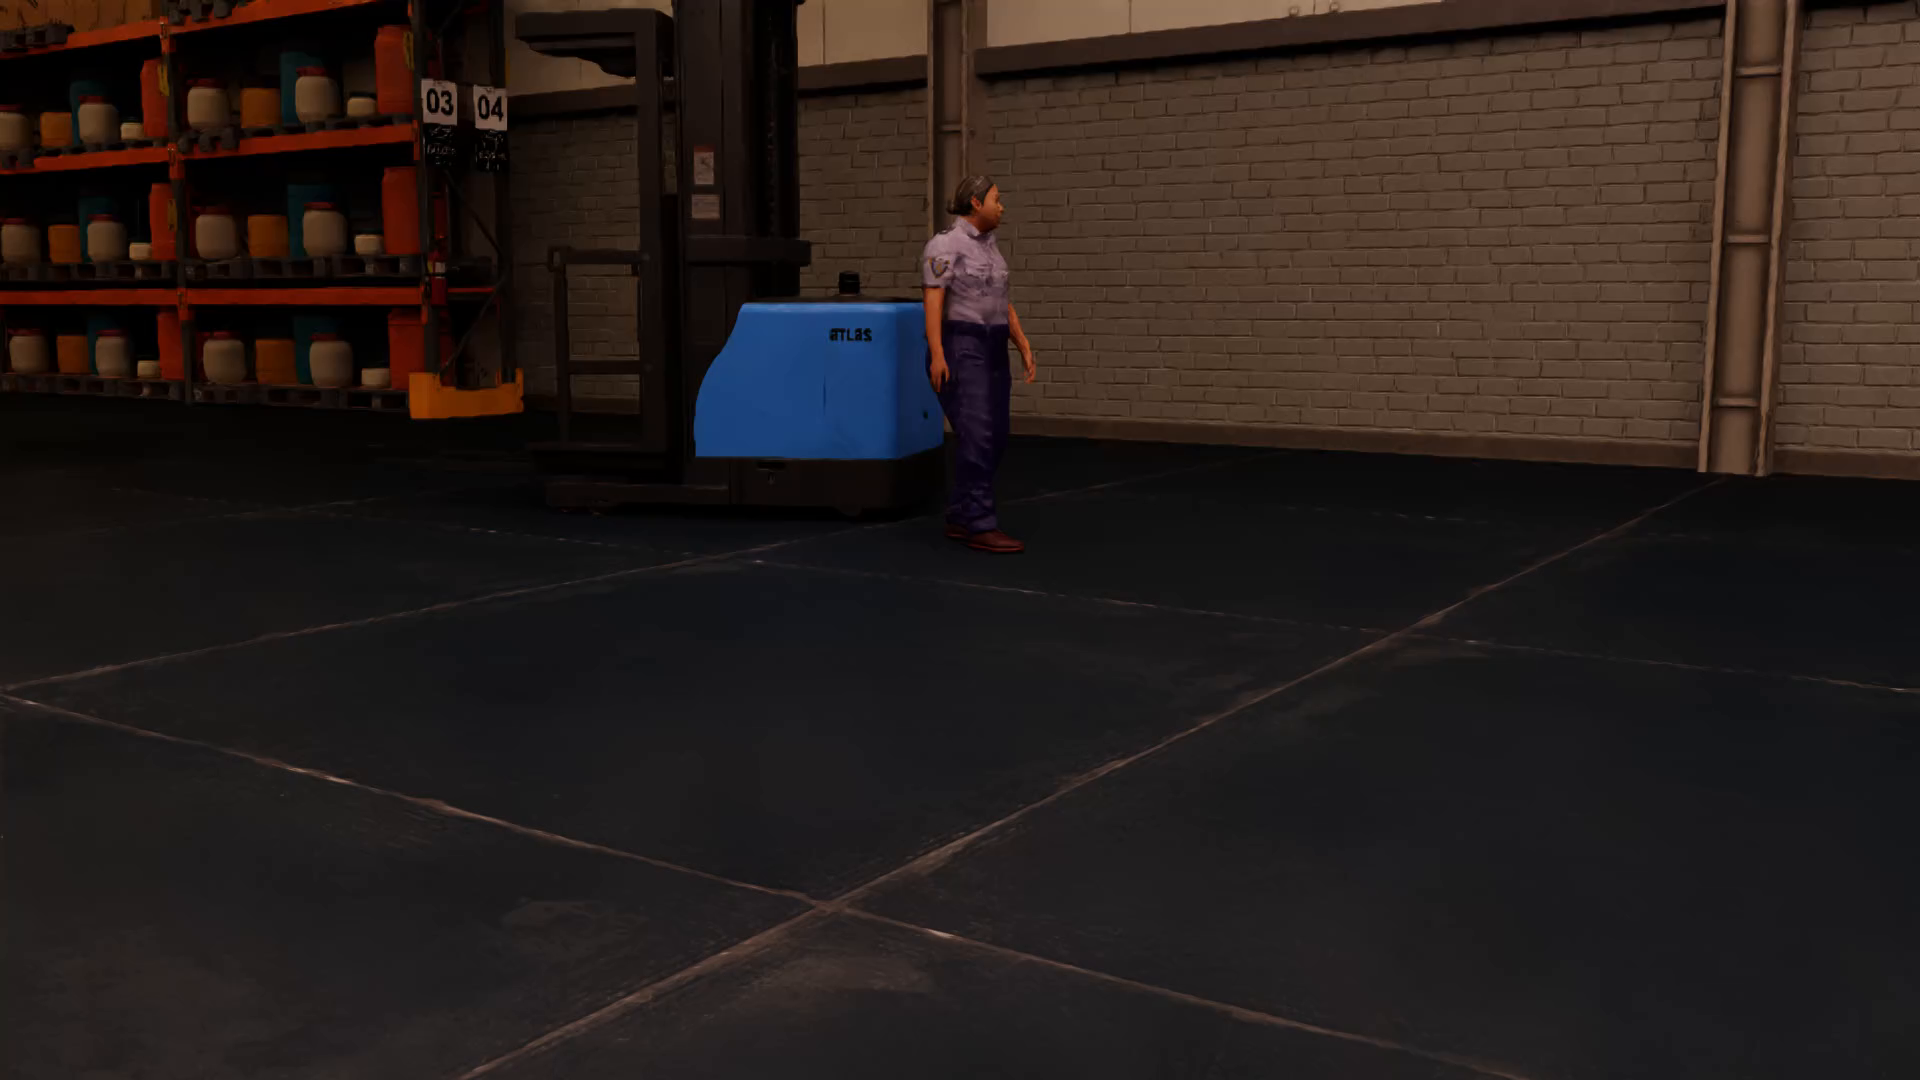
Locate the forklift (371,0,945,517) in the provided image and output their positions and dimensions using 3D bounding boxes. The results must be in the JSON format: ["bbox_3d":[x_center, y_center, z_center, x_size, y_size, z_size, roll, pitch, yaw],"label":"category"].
[{"bbox_3d":[-1.654,-1.653,8.820,3.031,2.935,1.130,2,8,14],"label":"forklift"}]

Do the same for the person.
[{"bbox_3d":[0.143,-0.785,7.371,0.541,1.624,0.618,5,9,30],"label":"person"}]
